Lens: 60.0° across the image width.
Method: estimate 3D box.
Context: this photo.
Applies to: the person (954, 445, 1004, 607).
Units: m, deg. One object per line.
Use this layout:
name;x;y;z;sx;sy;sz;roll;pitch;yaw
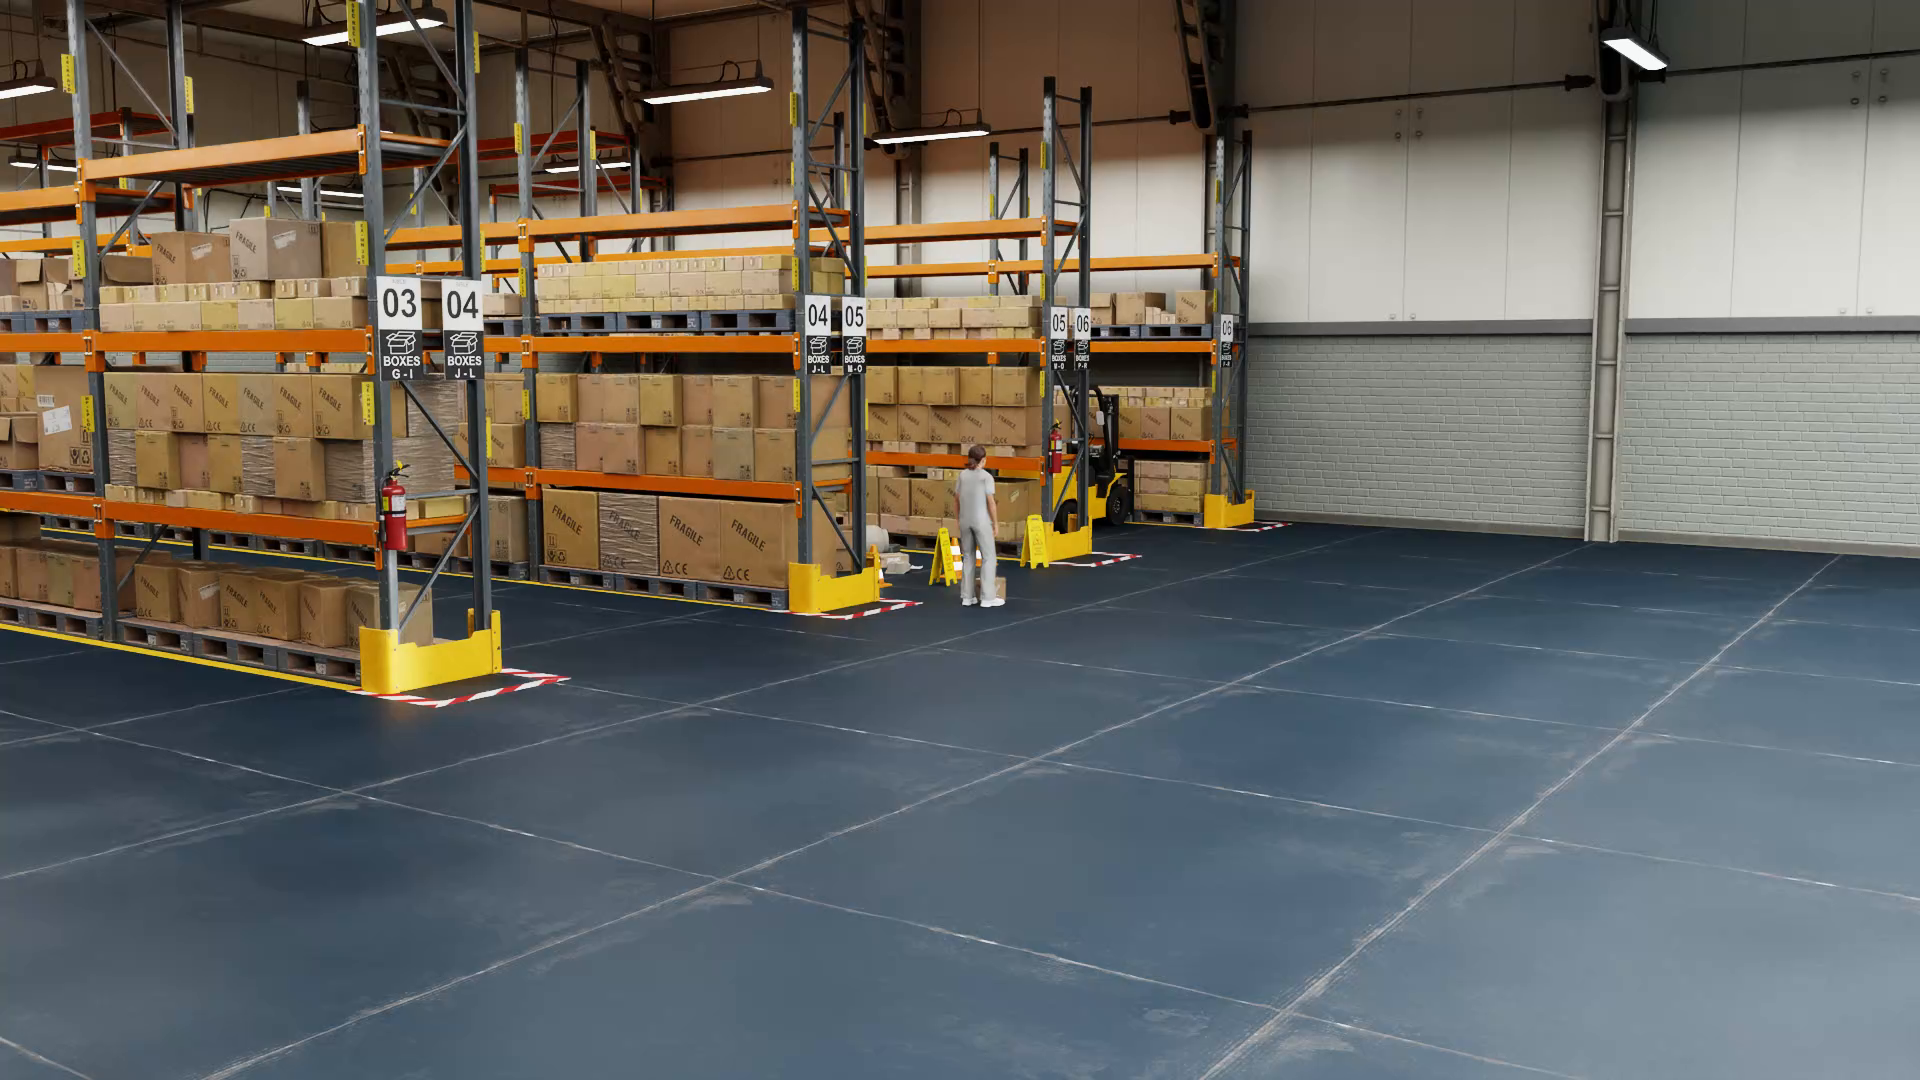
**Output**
person;0.180;-0.150;17.315;0.504;1.671;0.359;4;7;30
